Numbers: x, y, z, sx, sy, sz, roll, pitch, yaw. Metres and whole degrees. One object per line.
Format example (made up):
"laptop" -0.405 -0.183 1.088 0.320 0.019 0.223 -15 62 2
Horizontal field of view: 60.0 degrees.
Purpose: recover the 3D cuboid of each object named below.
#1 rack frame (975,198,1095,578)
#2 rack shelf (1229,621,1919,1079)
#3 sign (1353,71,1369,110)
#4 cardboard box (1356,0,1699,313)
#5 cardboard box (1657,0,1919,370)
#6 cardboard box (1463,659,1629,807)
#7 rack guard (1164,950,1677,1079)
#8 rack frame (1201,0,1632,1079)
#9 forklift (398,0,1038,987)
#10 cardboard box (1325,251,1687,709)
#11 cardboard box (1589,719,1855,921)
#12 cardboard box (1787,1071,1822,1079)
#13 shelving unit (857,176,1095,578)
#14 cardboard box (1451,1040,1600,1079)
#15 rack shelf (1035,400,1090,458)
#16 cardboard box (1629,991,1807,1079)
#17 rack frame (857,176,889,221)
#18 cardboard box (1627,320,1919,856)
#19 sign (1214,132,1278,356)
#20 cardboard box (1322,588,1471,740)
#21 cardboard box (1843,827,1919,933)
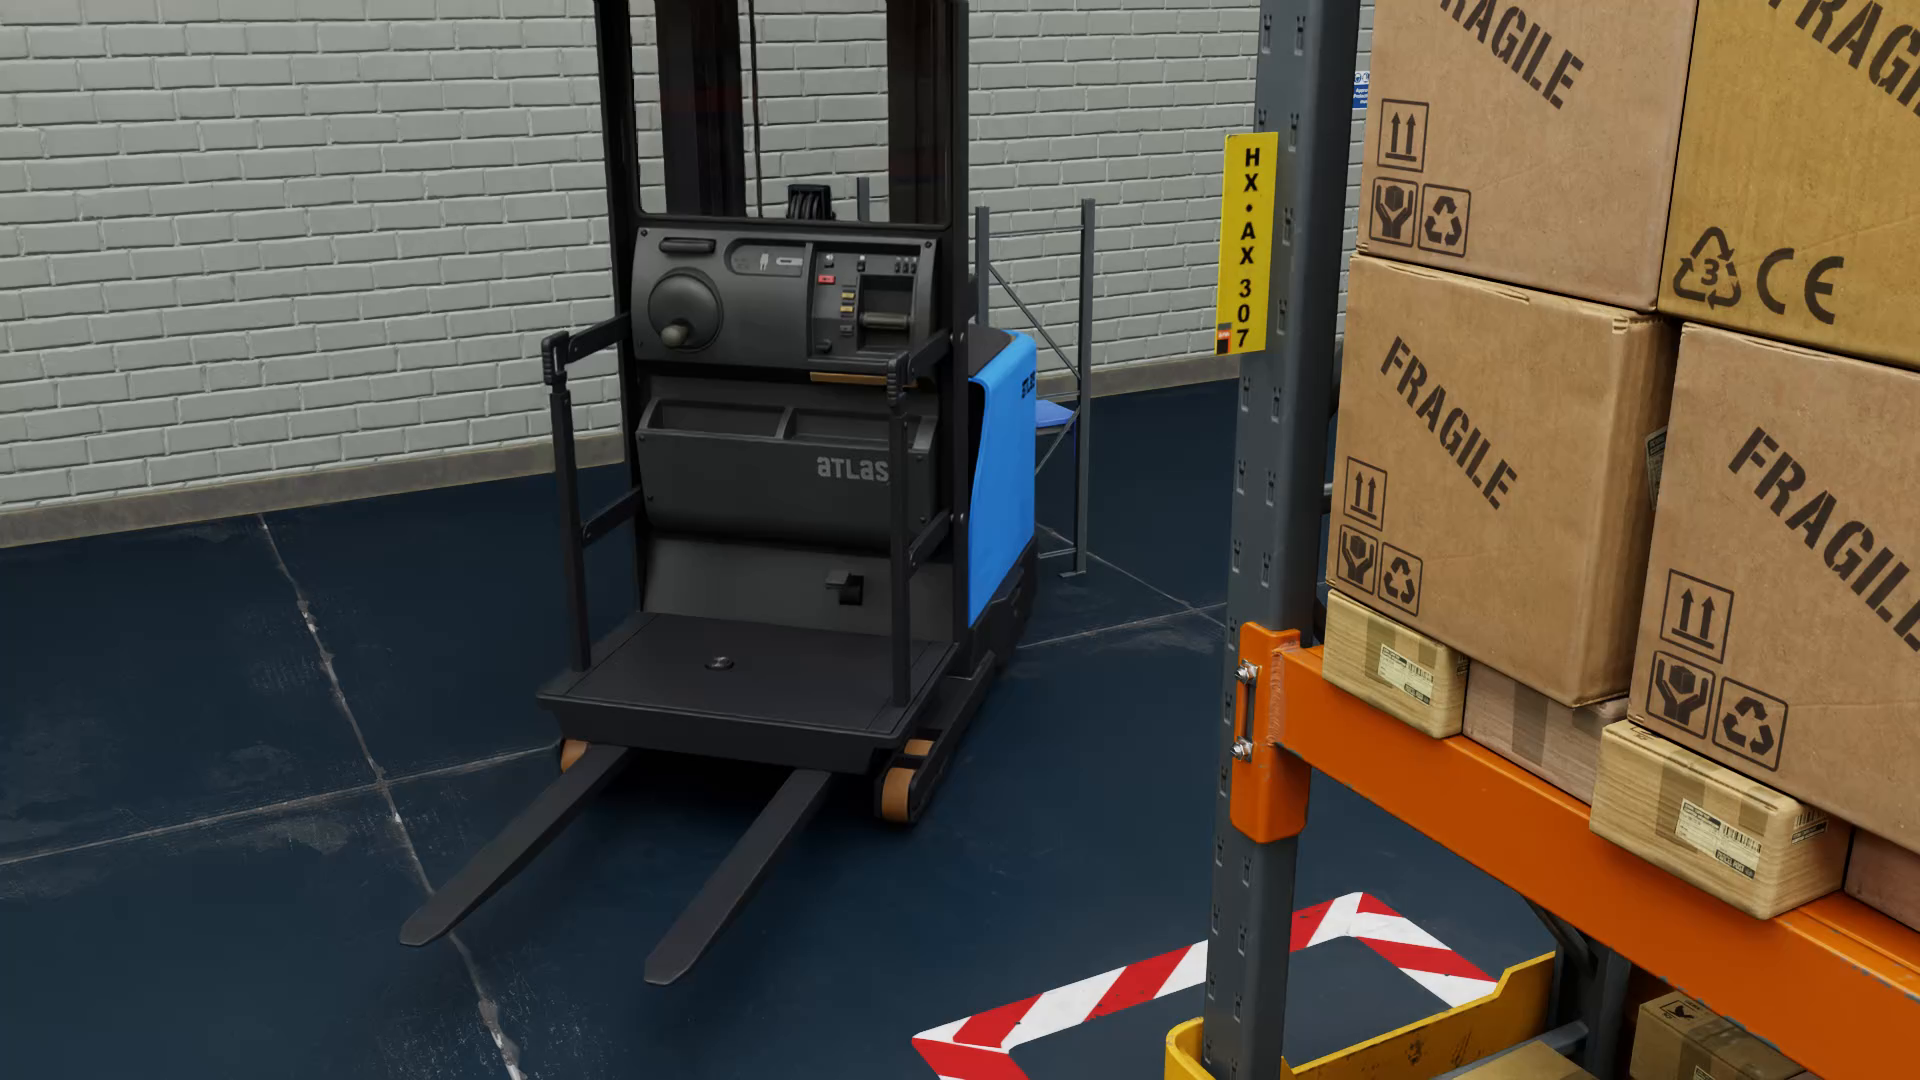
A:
"rack frame" 0.282 -0.539 6.393 0.500 1.500 0.032 -10 21 -27
"rack shelf" 1.856 0.800 1.318 1.077 0.370 4.000 -10 21 -27
"sign" 2.445 -2.663 9.837 0.327 0.218 0.001 -10 21 -27
"cardboard box" 0.886 -0.605 2.144 0.500 0.500 0.500 -10 21 -27
"cardboard box" 1.131 -0.461 1.727 0.500 0.500 0.500 -9 21 -25
"cardboard box" 0.929 0.215 2.296 0.380 0.149 0.250 -9 21 -25
"rack guard" 0.943 1.089 3.209 1.175 0.500 0.348 -10 21 -27
"rack frame" 0.904 -0.114 2.863 0.949 2.616 0.053 -10 21 -27
"forklift" -0.576 -0.708 4.690 1.130 2.935 3.031 5 20 14
"cardboard box" 0.877 -0.131 2.303 0.500 0.500 0.500 -9 21 -24
"cardboard box" 1.010 0.300 2.048 0.380 0.149 0.250 -11 22 -28
"cardboard box" 1.450 0.947 2.603 0.380 0.149 0.250 -10 21 -26
"shelving unit" 0.041 -0.684 6.816 0.538 1.500 1.048 -10 21 -27
"cardboard box" 0.856 0.956 2.576 0.380 0.149 0.250 -11 22 -29
"rack shelf" 0.041 -0.514 6.874 0.538 0.185 1.000 -10 21 -27
"cardboard box" 1.381 0.866 2.838 0.380 0.149 0.250 -10 21 -26
"rack frame" -0.201 -0.830 7.239 0.500 1.500 0.032 -10 21 -27
"cardboard box" 1.153 0.019 1.869 0.500 0.500 0.500 -10 21 -27
"sign" 0.429 -0.440 2.480 0.100 0.325 0.005 -10 21 -27
"cardboard box" 0.772 0.148 2.489 0.380 0.149 0.250 -10 21 -27
"cardboard box" 1.254 0.353 1.894 0.380 0.149 0.250 -9 21 -24
